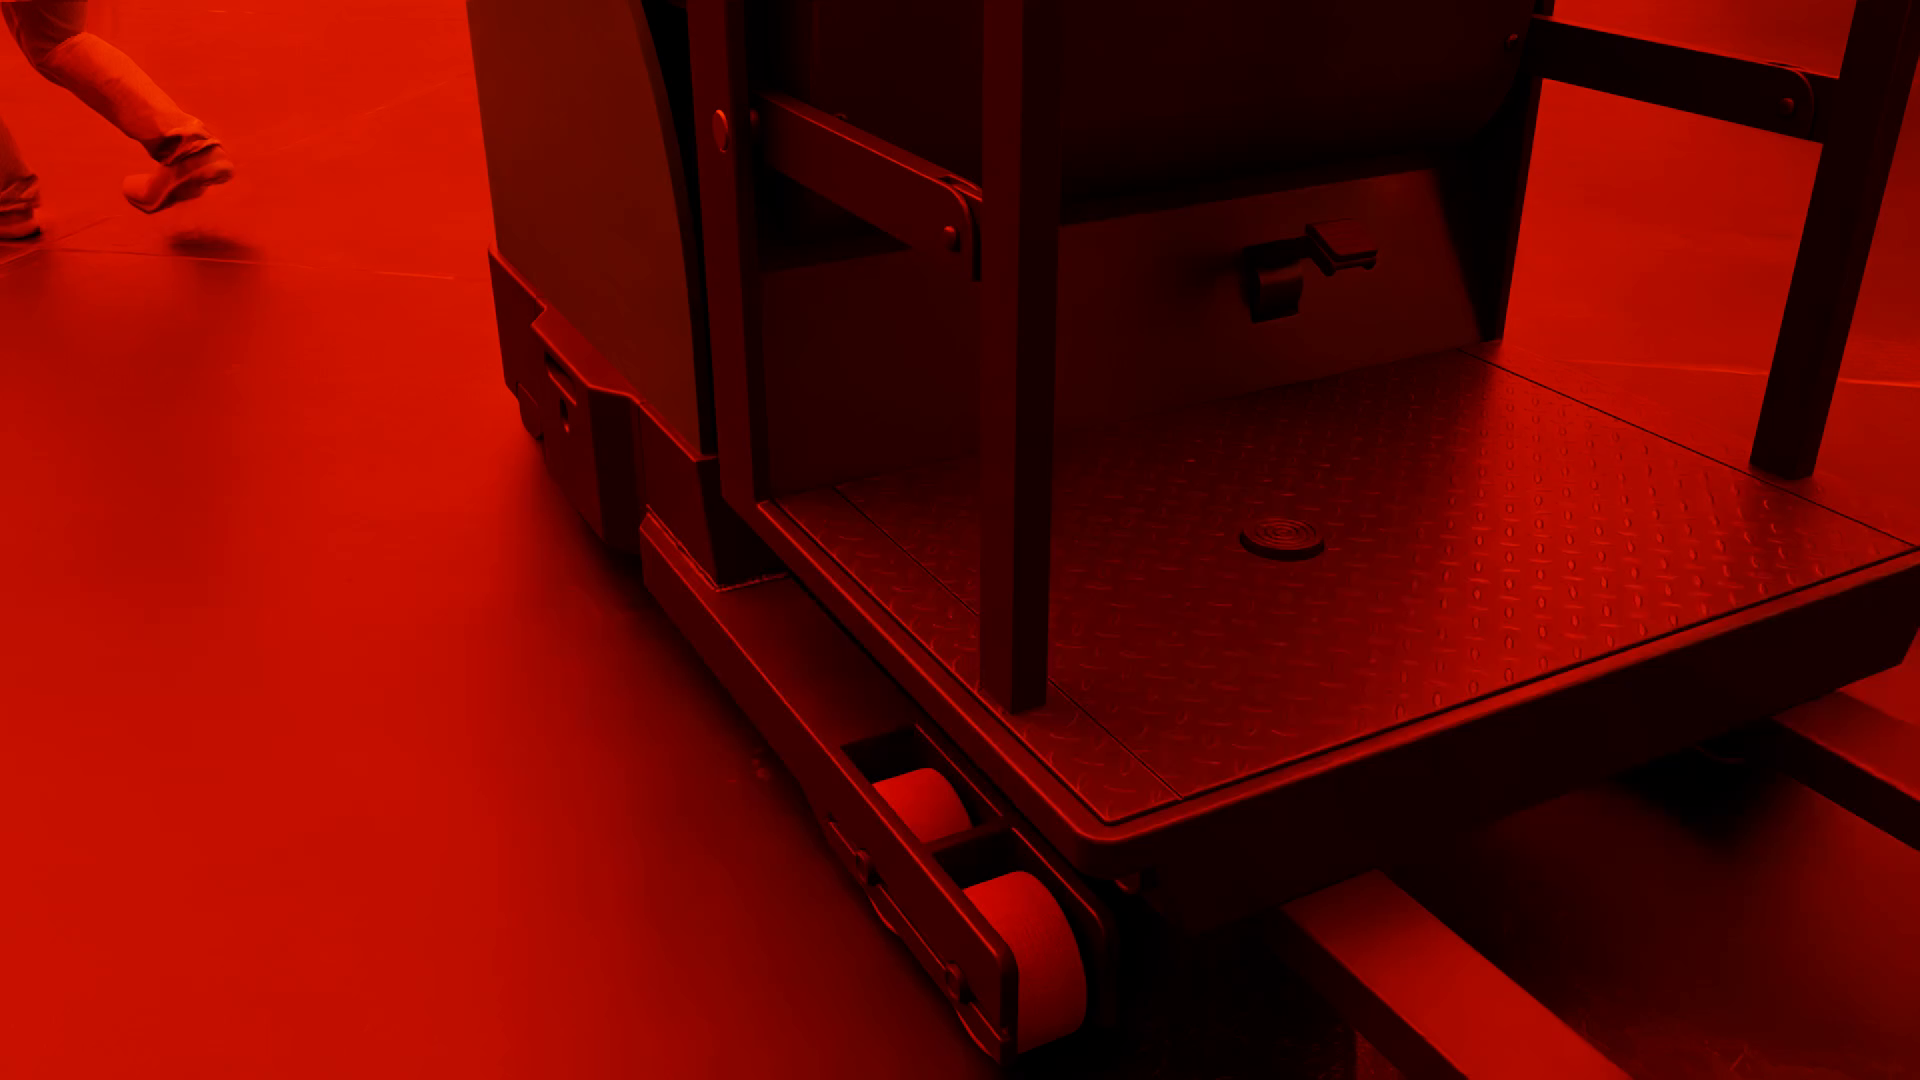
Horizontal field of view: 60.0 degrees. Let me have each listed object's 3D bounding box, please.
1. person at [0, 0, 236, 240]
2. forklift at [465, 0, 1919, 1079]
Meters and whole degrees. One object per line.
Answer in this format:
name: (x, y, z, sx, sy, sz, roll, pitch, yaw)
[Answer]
person: (-2.066, -1.455, 3.534, 0.824, 1.692, 0.582, 6, 27, 11)
forklift: (0.352, -1.063, 1.353, 1.130, 2.935, 3.031, -14, 30, -25)
